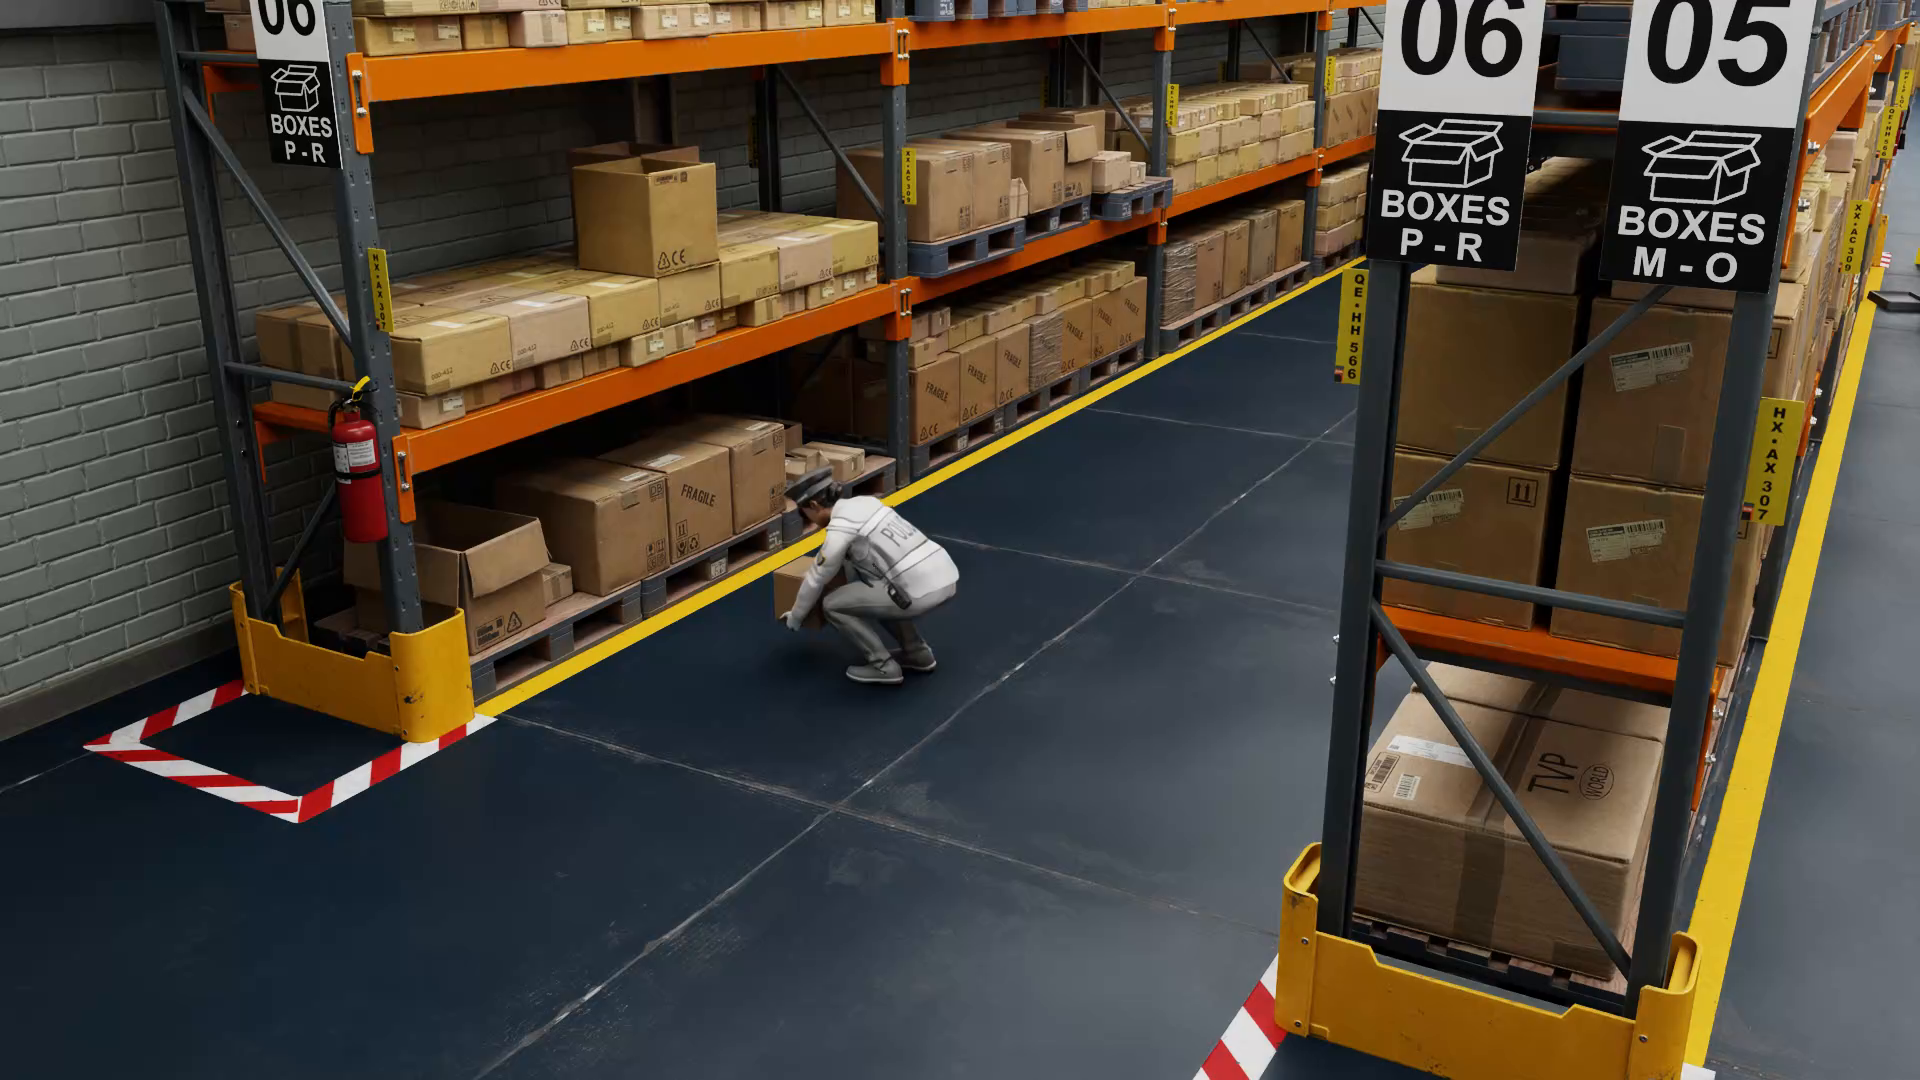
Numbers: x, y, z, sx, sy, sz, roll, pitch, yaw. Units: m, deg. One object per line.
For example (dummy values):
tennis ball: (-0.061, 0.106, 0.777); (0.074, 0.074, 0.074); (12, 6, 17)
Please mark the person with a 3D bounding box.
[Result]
person: (-0.423, 0.156, 7.668); (0.836, 0.985, 0.465); (10, 22, 26)
